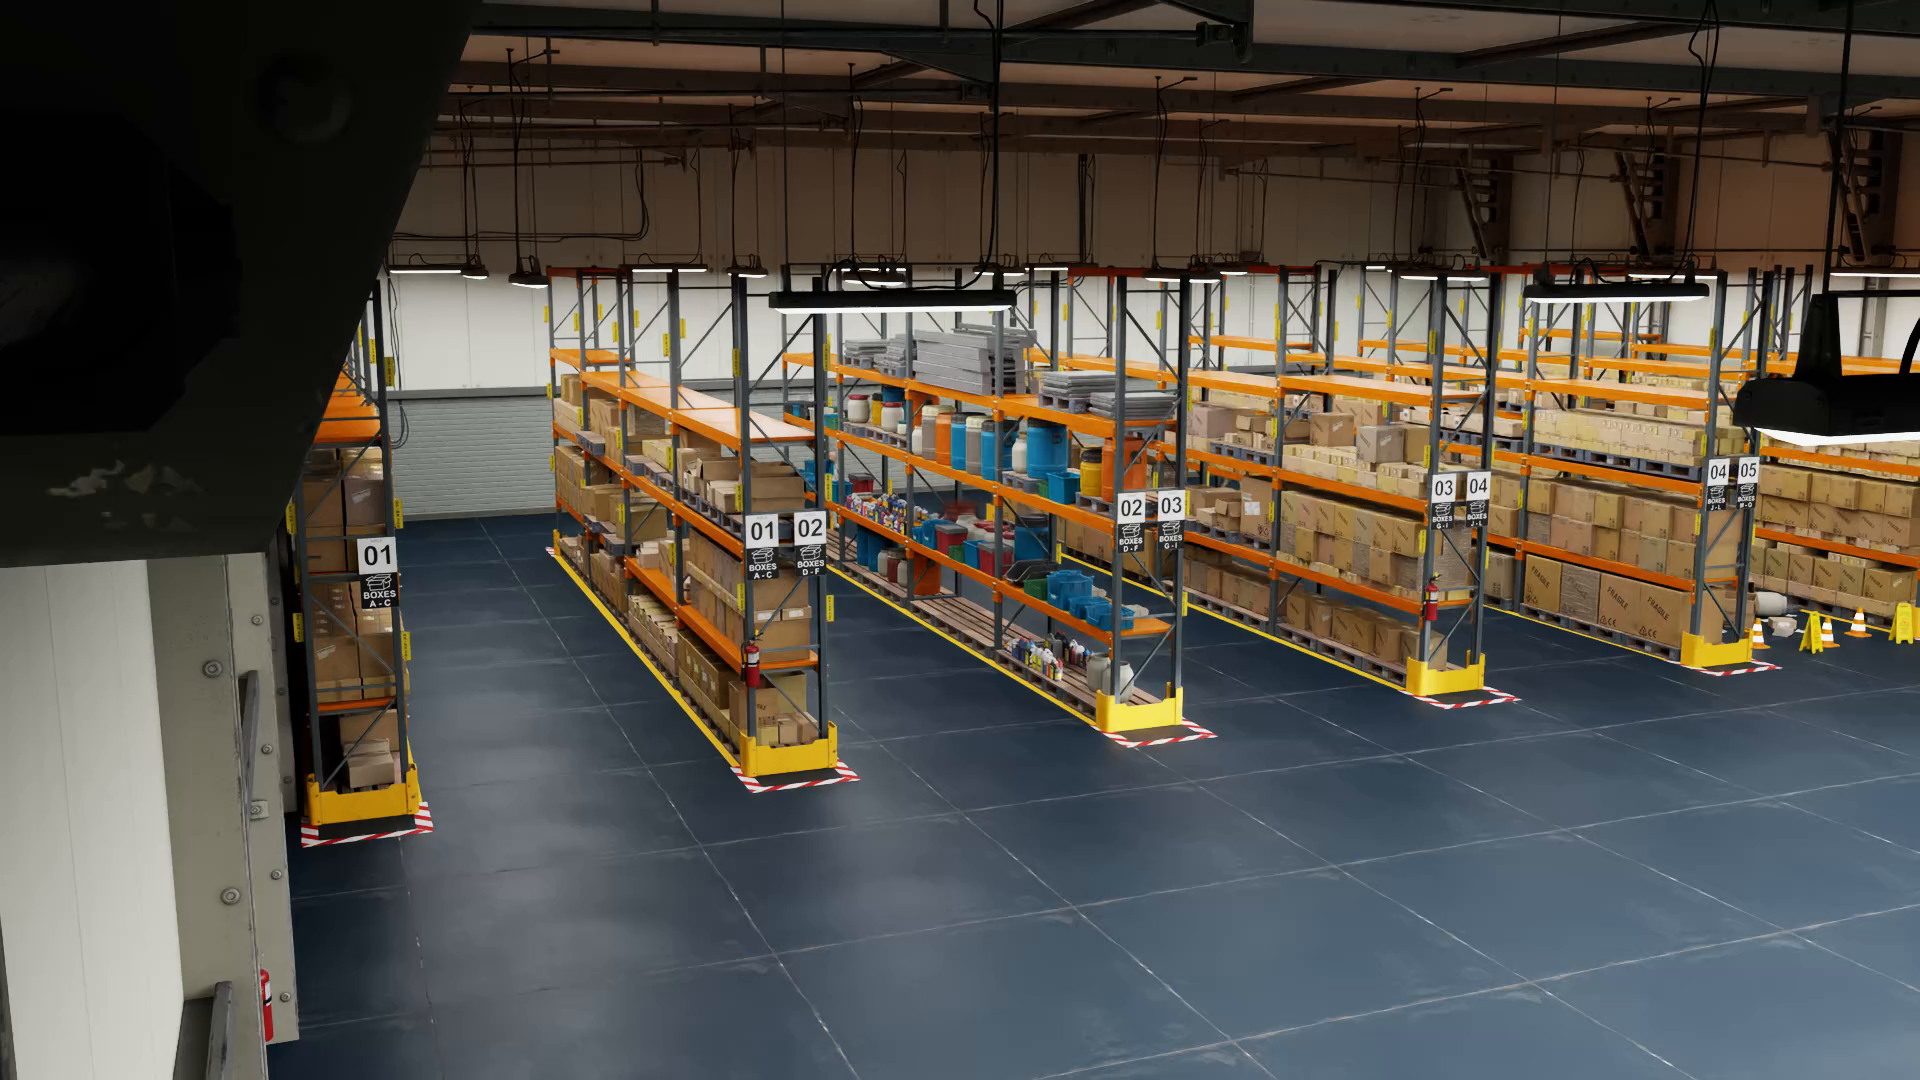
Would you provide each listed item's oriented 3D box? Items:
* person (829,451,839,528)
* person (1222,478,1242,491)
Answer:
[{"bbox_3d":[-3.035,-1.146,38.046,0.695,1.772,0.618,0,10,3],"label":"person"},{"bbox_3d":[7.090,-1.883,42.546,0.638,1.666,1.099,-5,11,-25],"label":"person"}]
